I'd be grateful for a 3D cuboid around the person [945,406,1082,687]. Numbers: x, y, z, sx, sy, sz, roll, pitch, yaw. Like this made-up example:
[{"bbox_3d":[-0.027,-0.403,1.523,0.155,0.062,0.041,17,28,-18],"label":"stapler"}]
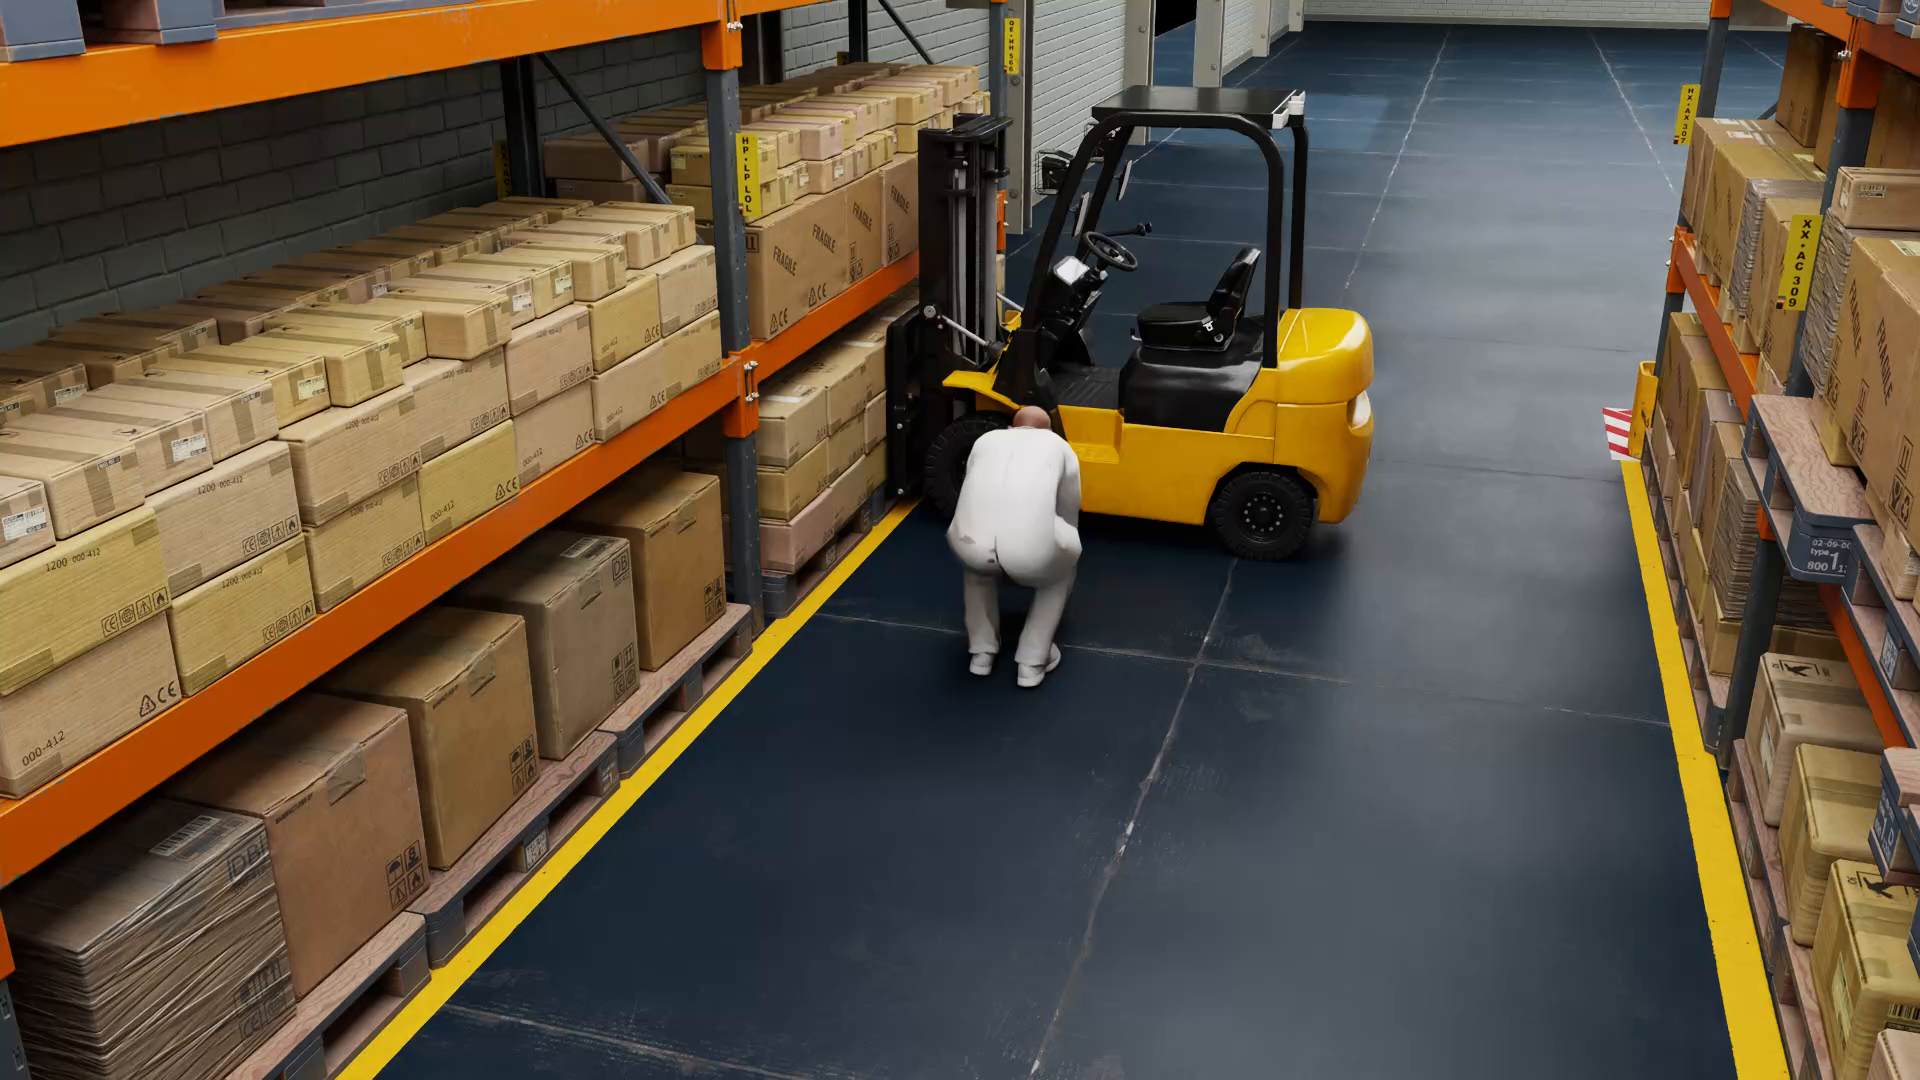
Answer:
[{"bbox_3d":[0.251,0.024,7.082,0.587,1.013,0.935,5,22,13],"label":"person"}]
